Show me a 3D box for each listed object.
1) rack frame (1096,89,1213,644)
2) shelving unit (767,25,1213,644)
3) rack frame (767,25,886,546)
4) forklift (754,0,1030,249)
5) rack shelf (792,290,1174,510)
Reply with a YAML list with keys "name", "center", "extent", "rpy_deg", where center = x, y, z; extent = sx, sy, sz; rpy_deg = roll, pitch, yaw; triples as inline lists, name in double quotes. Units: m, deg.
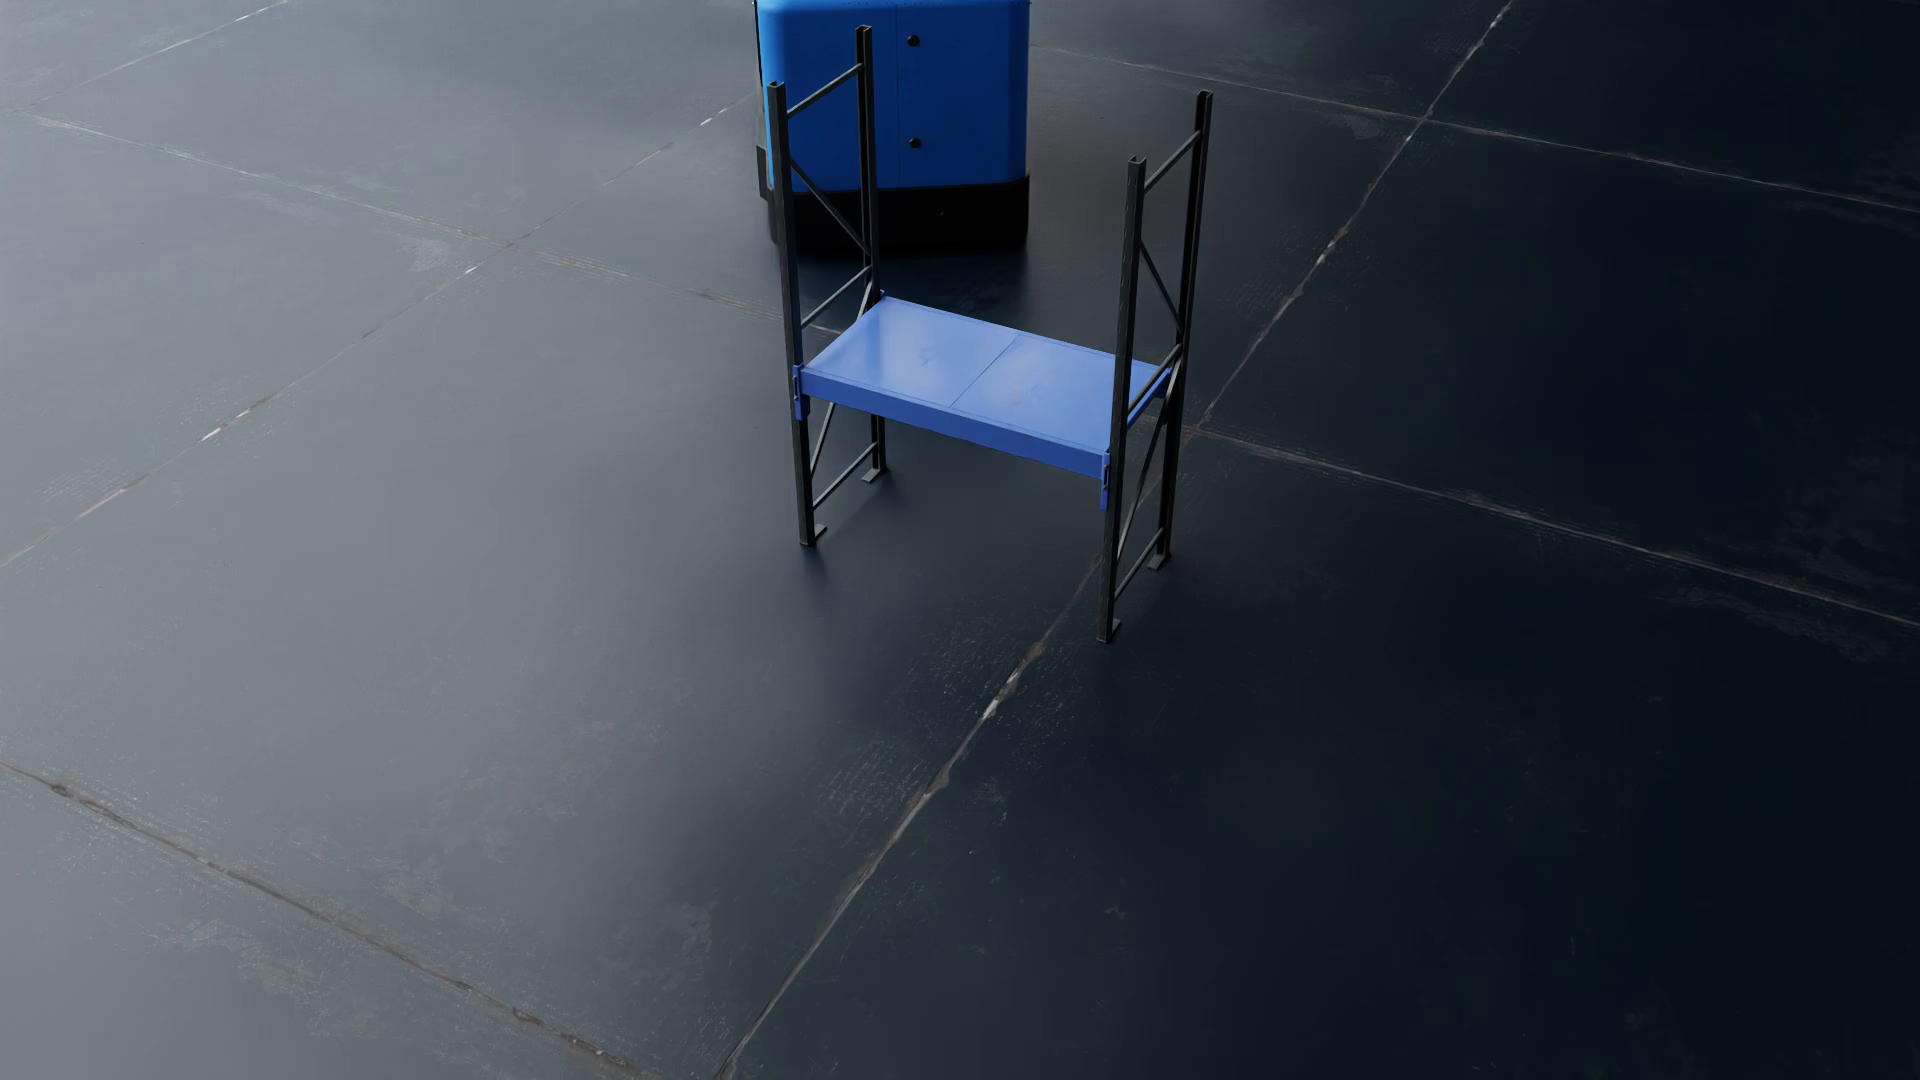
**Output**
- name: "rack frame"
  center: [0.527, -0.432, 4.579]
  extent: [0.032, 1.500, 0.500]
  rpy_deg: [17, 41, 21]
- name: "shelving unit"
  center: [0.076, -0.574, 4.765]
  extent: [1.048, 1.500, 0.538]
  rpy_deg: [17, 41, 21]
- name: "rack frame"
  center: [-0.376, -0.715, 4.952]
  extent: [0.032, 1.500, 0.500]
  rpy_deg: [17, 41, 21]
- name: "forklift"
  center: [-0.396, -3.213, 7.058]
  extent: [1.130, 2.935, 3.031]
  rpy_deg: [-4, 37, -5]
- name: "rack shelf"
  center: [0.076, -0.430, 4.874]
  extent: [1.000, 0.185, 0.538]
  rpy_deg: [17, 41, 21]
